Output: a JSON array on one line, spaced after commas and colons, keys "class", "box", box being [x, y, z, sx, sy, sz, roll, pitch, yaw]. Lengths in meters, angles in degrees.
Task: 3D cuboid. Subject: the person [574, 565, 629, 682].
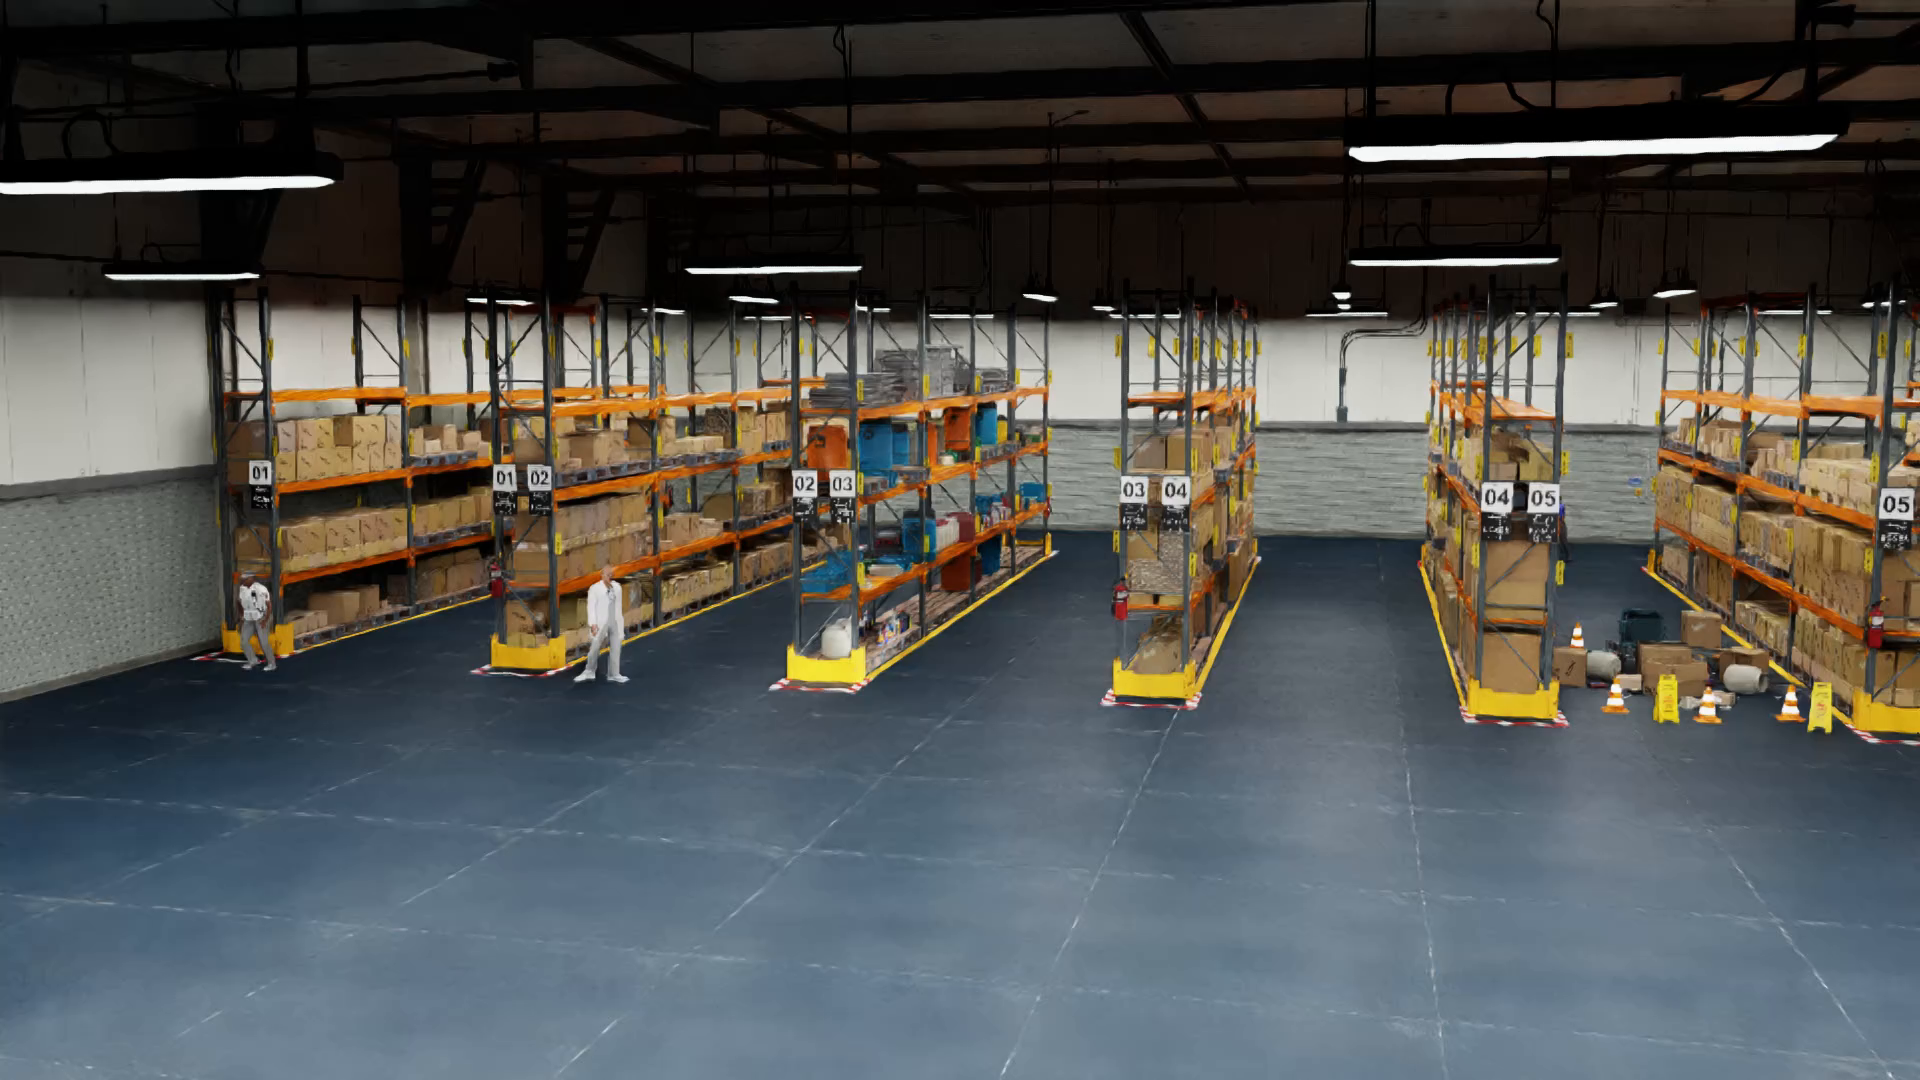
[{"class": "person", "box": [-5.407, 1.260, 24.971, 0.768, 1.776, 0.504, -4, 8, -32]}]

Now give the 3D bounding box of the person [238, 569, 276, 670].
[{"class": "person", "box": [-10.978, 1.231, 25.904, 0.592, 1.629, 0.526, 1, 7, 12]}]

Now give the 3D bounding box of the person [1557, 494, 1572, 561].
[{"class": "person", "box": [14.134, -0.302, 39.158, 0.598, 1.631, 0.505, -2, 7, -19]}]
